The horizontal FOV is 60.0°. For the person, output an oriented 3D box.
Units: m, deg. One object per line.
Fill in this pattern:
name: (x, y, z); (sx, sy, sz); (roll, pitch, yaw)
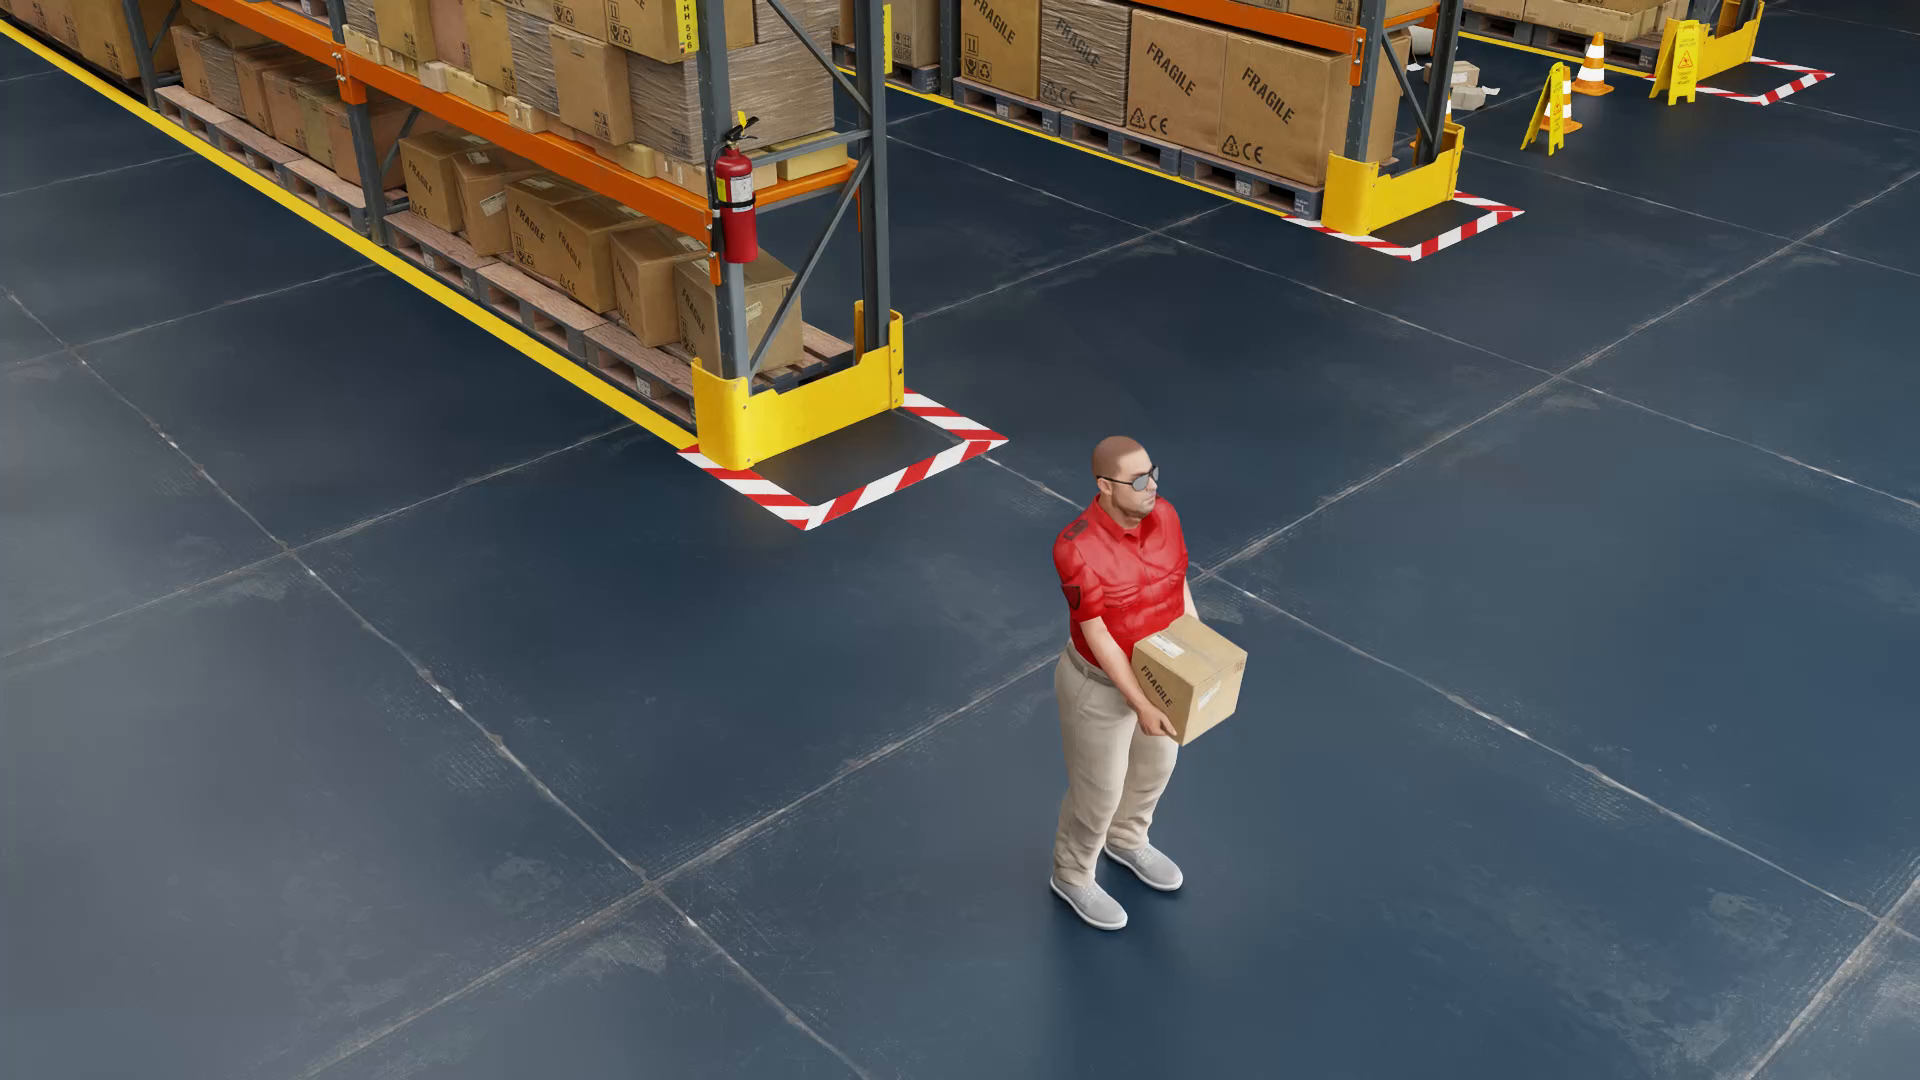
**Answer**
person: (0.591, 0.491, 5.361); (0.493, 1.712, 0.530); (-26, 40, -35)
